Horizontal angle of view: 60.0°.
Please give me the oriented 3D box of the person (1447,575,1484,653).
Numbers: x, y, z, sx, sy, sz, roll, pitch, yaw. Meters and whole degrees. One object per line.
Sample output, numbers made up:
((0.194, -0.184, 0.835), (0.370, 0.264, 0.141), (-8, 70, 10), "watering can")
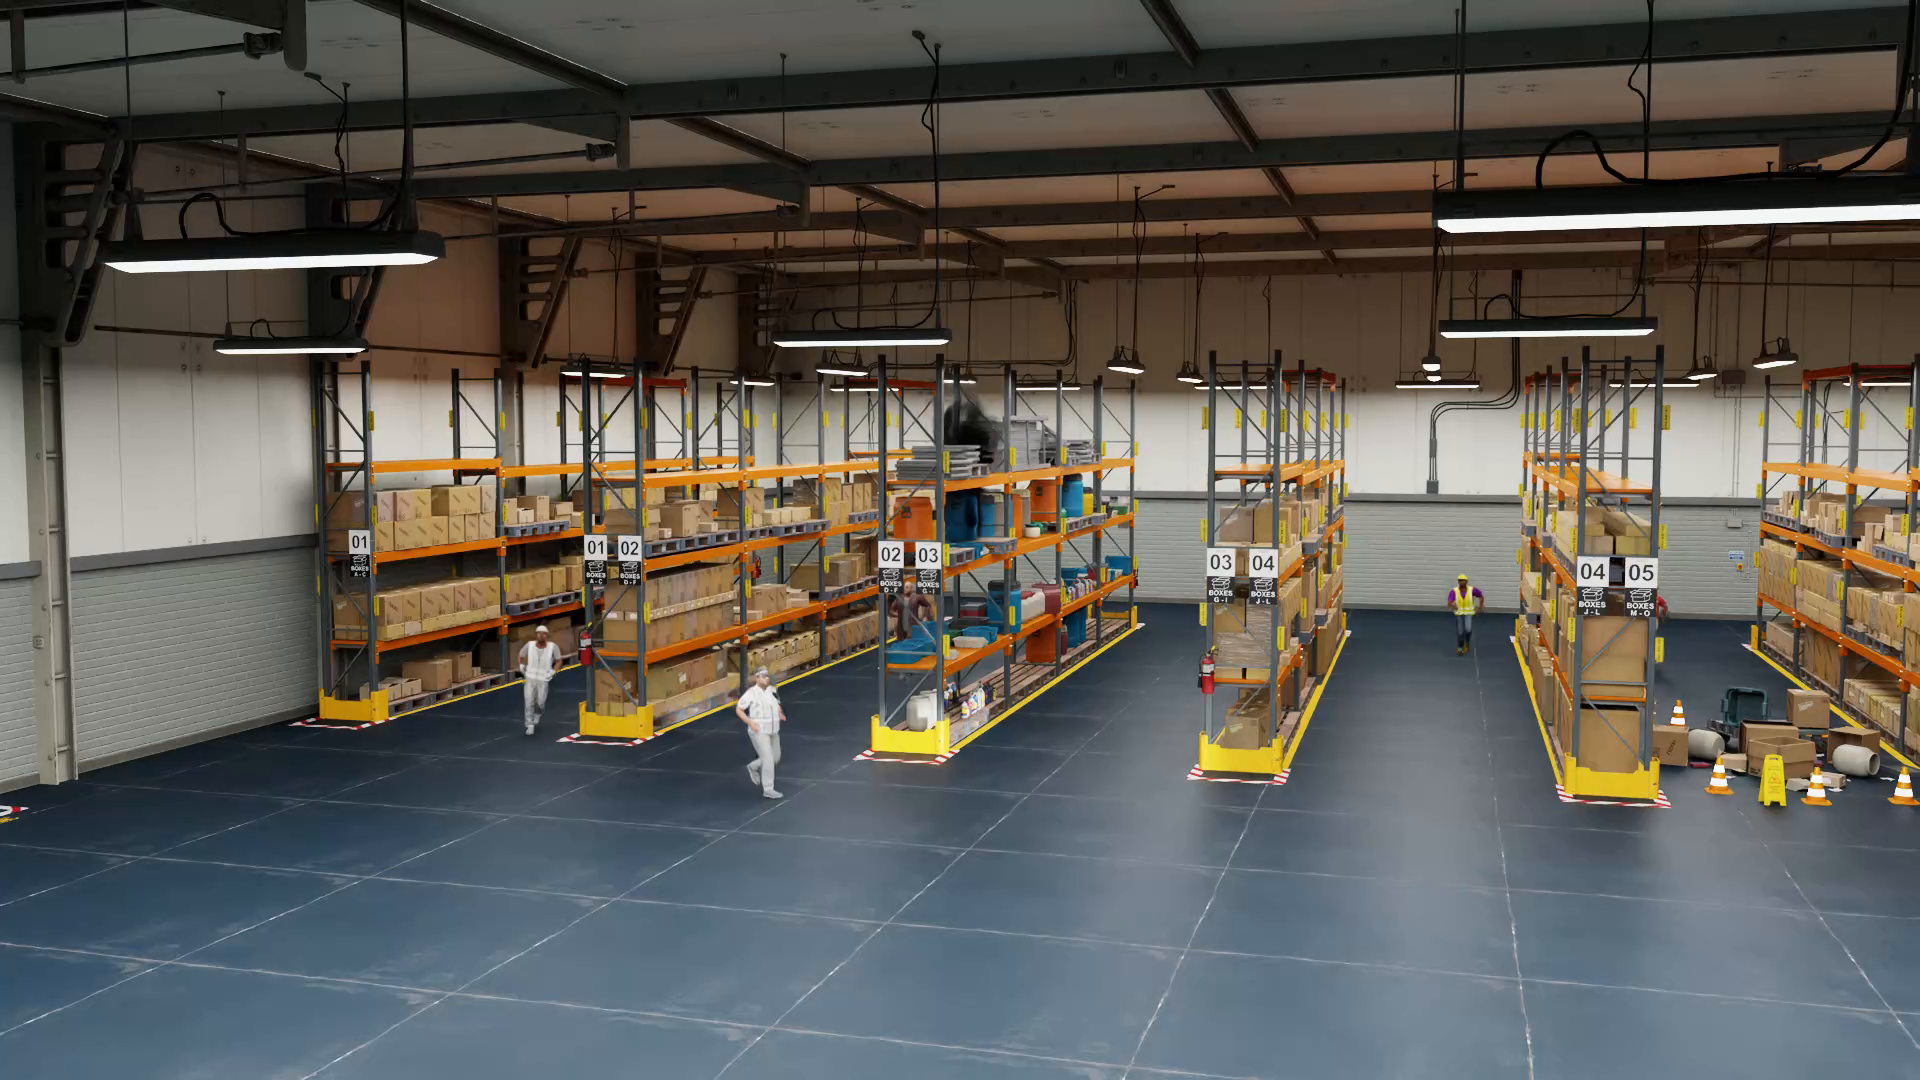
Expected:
((10.764, 1.587, 35.456), (0.720, 1.708, 0.780), (2, 4, 22), "person")

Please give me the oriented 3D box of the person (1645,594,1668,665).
((14.059, 1.724, 34.016), (0.636, 1.747, 0.713), (0, 4, 5), "person")

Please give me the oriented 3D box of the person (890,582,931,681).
((-0.968, 1.677, 30.459), (0.732, 1.824, 1.097), (2, 4, 21), "person")

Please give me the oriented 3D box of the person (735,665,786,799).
((-2.639, 2.539, 22.232), (0.800, 1.746, 0.675), (4, 6, 42), "person")

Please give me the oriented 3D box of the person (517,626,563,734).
((-6.784, 2.236, 26.823), (0.719, 1.728, 0.610), (-1, 4, -7), "person")
